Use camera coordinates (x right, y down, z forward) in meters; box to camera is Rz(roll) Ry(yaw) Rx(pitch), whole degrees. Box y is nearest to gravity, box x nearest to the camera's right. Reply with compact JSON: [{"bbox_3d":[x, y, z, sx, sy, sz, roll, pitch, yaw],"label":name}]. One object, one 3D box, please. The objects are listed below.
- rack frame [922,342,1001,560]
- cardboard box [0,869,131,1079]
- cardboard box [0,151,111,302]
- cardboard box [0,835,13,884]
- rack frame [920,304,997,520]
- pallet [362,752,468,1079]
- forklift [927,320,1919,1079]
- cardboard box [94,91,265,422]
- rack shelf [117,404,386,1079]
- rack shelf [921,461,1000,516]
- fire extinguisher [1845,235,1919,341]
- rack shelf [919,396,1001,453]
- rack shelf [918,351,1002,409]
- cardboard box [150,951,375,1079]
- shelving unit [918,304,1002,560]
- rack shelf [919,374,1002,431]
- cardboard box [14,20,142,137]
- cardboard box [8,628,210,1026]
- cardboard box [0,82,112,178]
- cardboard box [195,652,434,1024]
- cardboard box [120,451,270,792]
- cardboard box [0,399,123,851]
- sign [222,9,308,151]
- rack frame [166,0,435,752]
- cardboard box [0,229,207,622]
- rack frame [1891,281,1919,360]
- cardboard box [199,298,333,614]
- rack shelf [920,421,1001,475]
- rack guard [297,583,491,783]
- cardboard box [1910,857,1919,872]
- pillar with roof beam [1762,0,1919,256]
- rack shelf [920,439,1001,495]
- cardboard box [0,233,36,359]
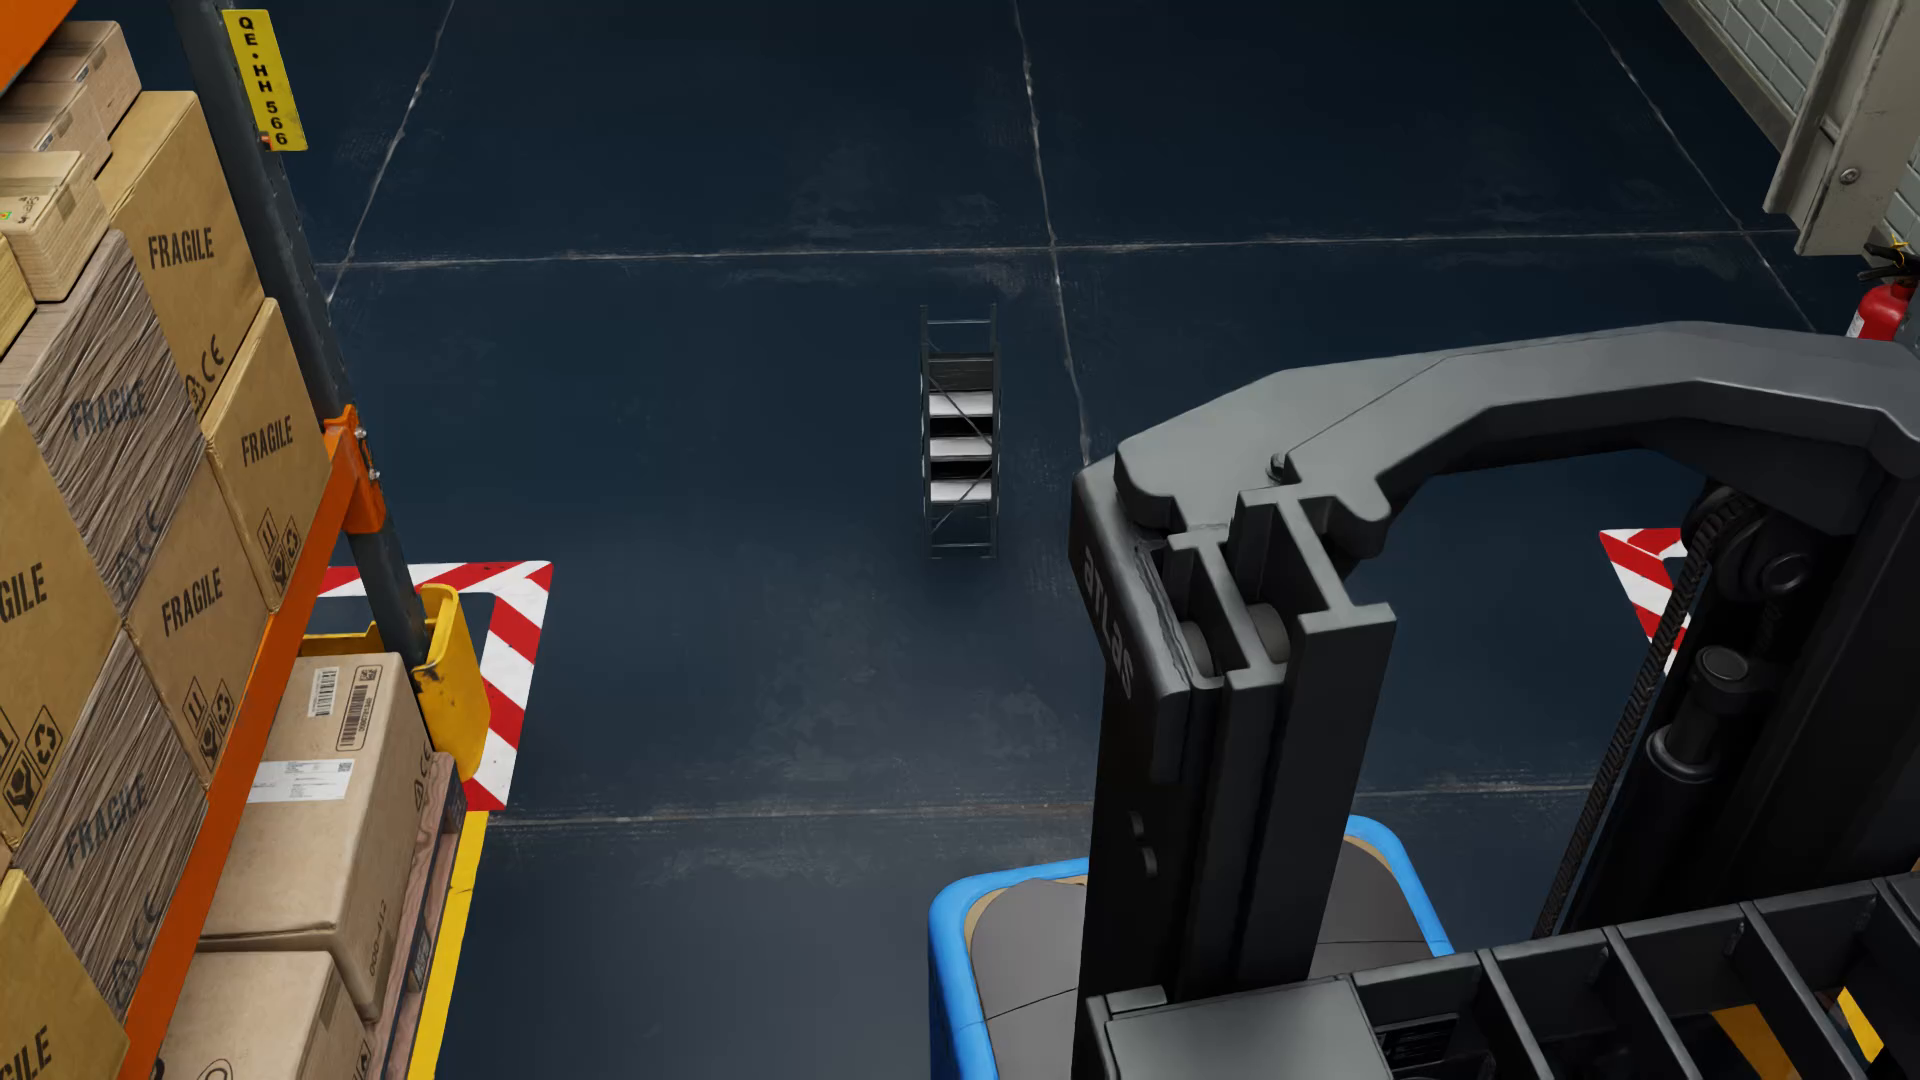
[{"bbox_3d":[0.004,-0.269,5.377,0.240,0.900,0.006,-2,43,-2],"label":"rack frame"},{"bbox_3d":[-1.677,0.854,2.525,0.500,0.500,0.500,0,43,-1],"label":"cardboard box"},{"bbox_3d":[-1.690,-0.527,2.811,0.380,0.149,0.250,-2,43,-2],"label":"cardboard box"},{"bbox_3d":[-1.688,0.477,2.196,0.500,0.500,0.500,-2,43,-2],"label":"cardboard box"},{"bbox_3d":[-0.005,-0.406,5.527,0.240,0.900,0.006,-2,43,-2],"label":"rack frame"},{"bbox_3d":[-1.923,1.104,4.390,1.003,0.211,1.213,-2,43,-2],"label":"pallet"},{"bbox_3d":[0.709,1.325,2.135,1.130,2.935,3.031,-8,43,-8],"label":"forklift"},{"bbox_3d":[-1.777,-0.549,3.315,0.500,0.500,0.500,0,43,0],"label":"cardboard box"},{"bbox_3d":[-1.950,1.154,2.804,1.077,0.370,4.000,-2,43,-2],"label":"rack shelf"},{"bbox_3d":[0.000,-0.180,5.596,0.258,0.077,0.200,-2,43,-2],"label":"rack shelf"},{"bbox_3d":[2.456,-0.527,4.438,0.296,0.674,0.183,-2,43,-2],"label":"fire extinguisher"},{"bbox_3d":[0.000,-0.379,5.414,0.258,0.077,0.200,-2,43,-2],"label":"rack shelf"},{"bbox_3d":[0.000,-0.512,5.292,0.258,0.077,0.200,-2,43,-2],"label":"rack shelf"},{"bbox_3d":[-1.860,1.388,3.601,0.875,0.438,0.875,-1,43,-1],"label":"cardboard box"},{"bbox_3d":[0.000,-0.337,5.452,0.258,0.900,0.210,-2,43,-2],"label":"shelving unit"},{"bbox_3d":[0.000,-0.445,5.353,0.258,0.077,0.200,-2,43,-2],"label":"rack shelf"},{"bbox_3d":[-1.820,-0.870,3.185,0.380,0.149,0.250,-1,43,-1],"label":"cardboard box"},{"bbox_3d":[-1.712,0.506,2.905,0.500,0.500,0.500,-1,43,-1],"label":"cardboard box"},{"bbox_3d":[-1.785,-0.699,2.999,0.380,0.149,0.250,-1,43,-1],"label":"cardboard box"},{"bbox_3d":[-1.907,0.771,4.275,0.875,0.438,0.875,-3,43,-3],"label":"cardboard box"},{"bbox_3d":[-1.744,0.159,3.283,0.500,0.500,0.500,-2,43,-3],"label":"cardboard box"},{"bbox_3d":[-1.708,0.137,2.566,0.500,0.500,0.500,-2,43,-2],"label":"cardboard box"},{"bbox_3d":[-1.492,-0.982,3.569,0.100,0.325,0.005,-2,43,-2],"label":"sign"},{"bbox_3d":[-2.035,-0.462,4.034,1.000,3.000,0.127,-2,43,-2],"label":"rack frame"},{"bbox_3d":[-1.725,-0.197,2.931,0.500,0.500,0.500,-2,43,-2],"label":"cardboard box"},{"bbox_3d":[2.924,-0.607,4.192,1.000,3.000,0.127,-2,43,-2],"label":"rack frame"},{"bbox_3d":[-1.750,-0.181,3.653,0.500,0.500,0.500,-1,43,-2],"label":"cardboard box"},{"bbox_3d":[0.000,-0.313,5.474,0.258,0.077,0.200,-2,43,-2],"label":"rack shelf"},{"bbox_3d":[-2.036,0.443,4.896,1.175,0.500,0.348,-2,43,-2],"label":"rack guard"},{"bbox_3d":[2.855,0.574,4.440,0.797,0.503,0.637,-3,43,-3],"label":"cardboard box"},{"bbox_3d":[-0.591,-4.541,4.044,9.100,9.000,0.400,-2,43,-2],"label":"pillar with roof beam"},{"bbox_3d":[0.000,-0.246,5.535,0.258,0.077,0.200,-2,43,-2],"label":"rack shelf"},{"bbox_3d":[-1.720,-0.356,2.625,0.380,0.149,0.250,-1,43,-1],"label":"cardboard box"}]
